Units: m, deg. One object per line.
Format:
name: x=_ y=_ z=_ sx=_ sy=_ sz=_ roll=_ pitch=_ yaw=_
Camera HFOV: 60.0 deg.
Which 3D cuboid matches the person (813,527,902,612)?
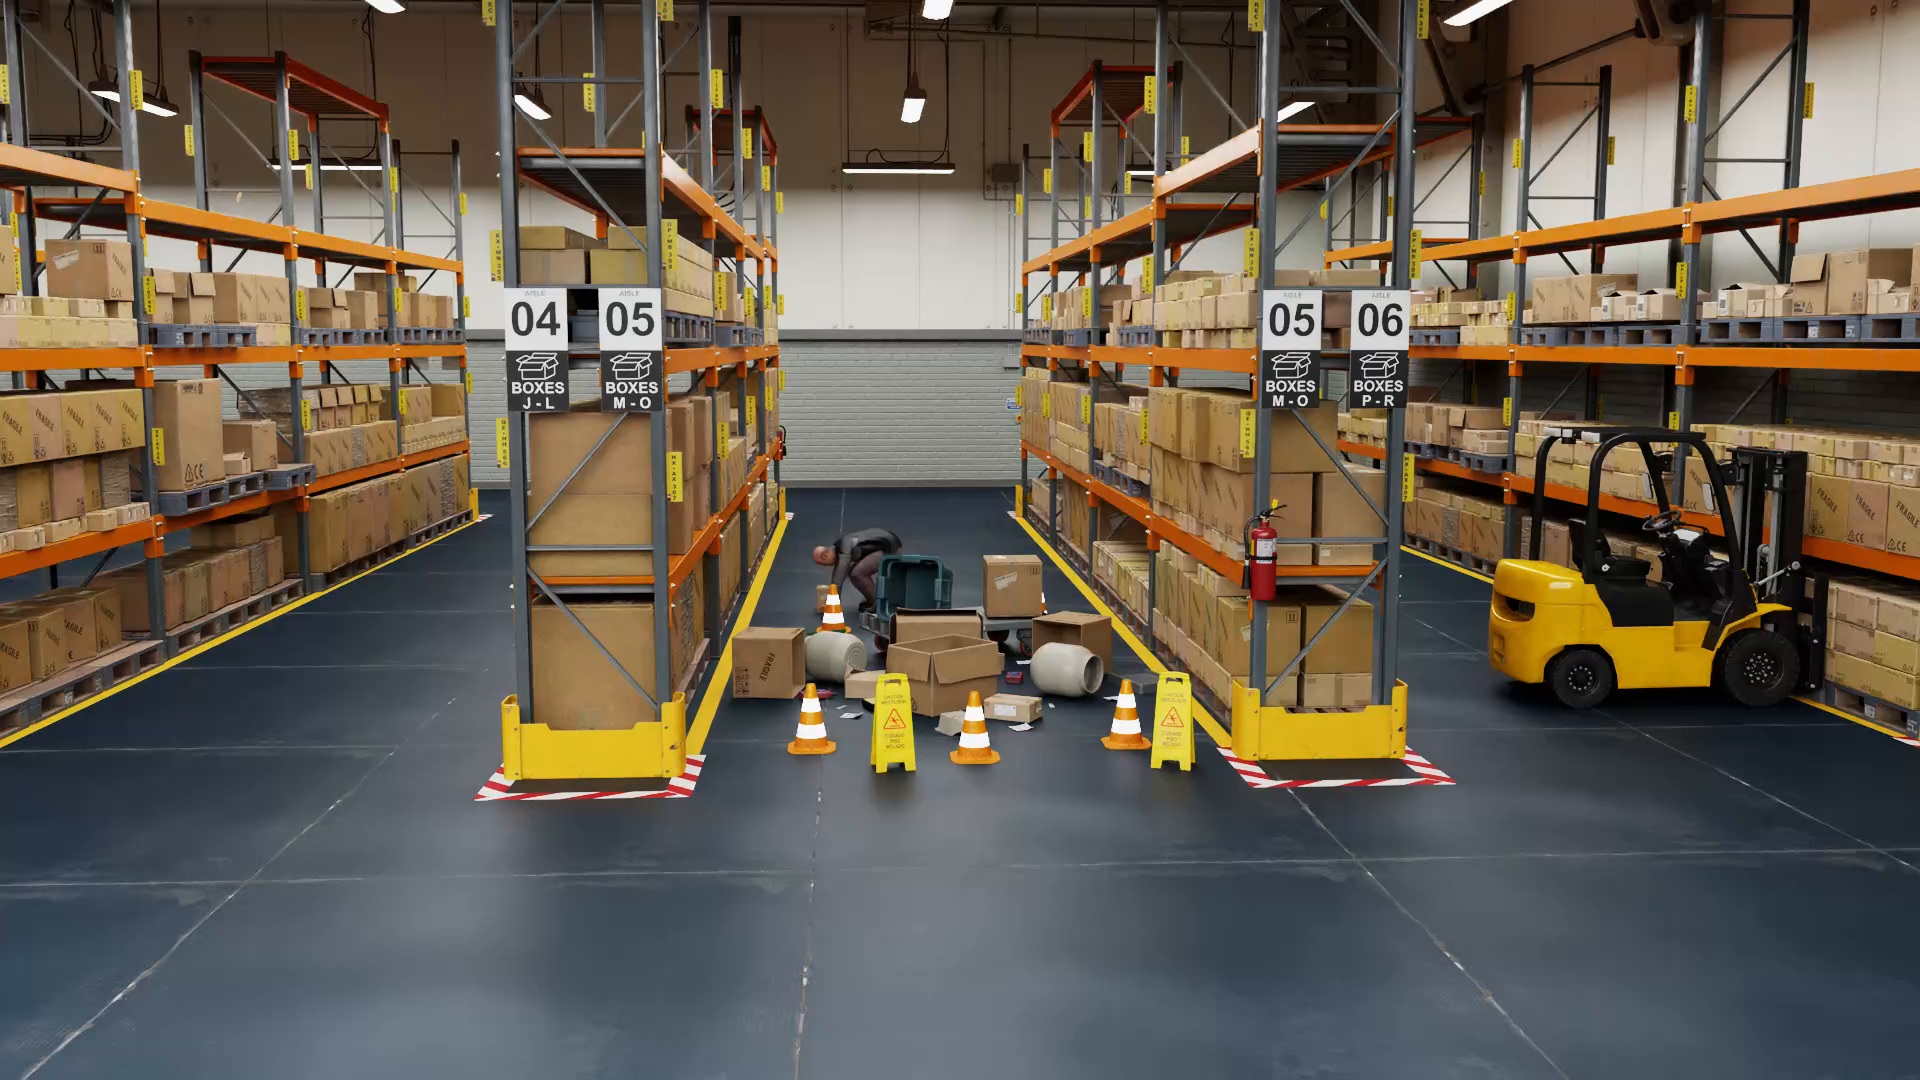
person: x=-1.091 y=0.316 z=17.740 sx=0.950 sy=0.906 sz=0.520 roll=-1 pitch=7 yaw=-6
